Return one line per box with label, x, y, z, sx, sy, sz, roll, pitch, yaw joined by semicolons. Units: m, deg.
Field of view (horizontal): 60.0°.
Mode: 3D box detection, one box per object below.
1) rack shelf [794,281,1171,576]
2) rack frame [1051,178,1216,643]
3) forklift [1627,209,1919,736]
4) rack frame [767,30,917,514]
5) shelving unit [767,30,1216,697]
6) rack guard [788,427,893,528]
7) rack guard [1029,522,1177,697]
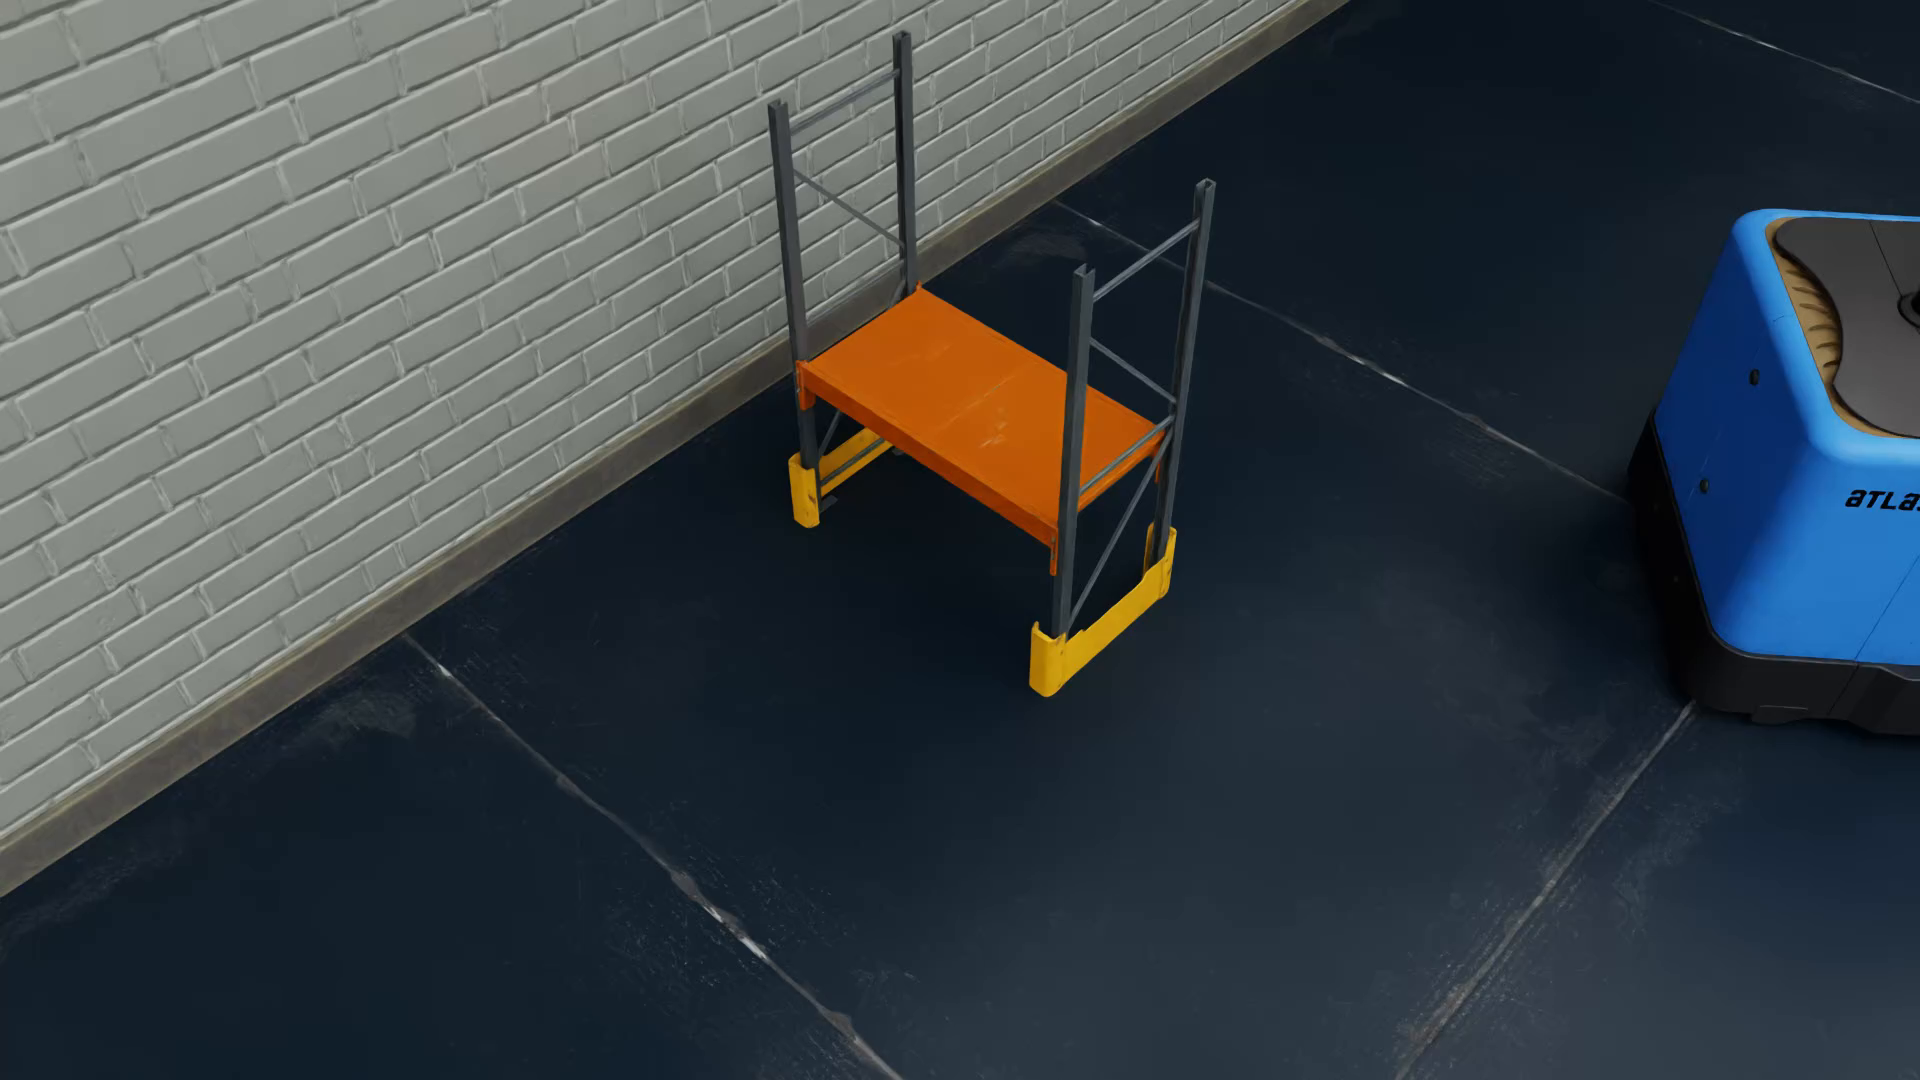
rack shelf;0.063;-0.348;4.795;1.000;0.185;0.538;34;55;28
rack frame;0.436;-0.220;4.428;0.032;1.500;0.500;34;55;28
forklift;3.614;-0.753;3.946;3.031;2.935;1.130;4;47;4
rack frame;-0.311;-0.723;4.900;0.032;1.500;0.500;34;55;28
shelving unit;0.056;-0.476;4.668;1.083;1.500;0.587;34;55;28
rack guard;-0.310;-0.294;5.355;0.087;0.250;0.587;34;55;28
rack guard;0.422;0.198;4.892;0.087;0.250;0.587;34;55;28
